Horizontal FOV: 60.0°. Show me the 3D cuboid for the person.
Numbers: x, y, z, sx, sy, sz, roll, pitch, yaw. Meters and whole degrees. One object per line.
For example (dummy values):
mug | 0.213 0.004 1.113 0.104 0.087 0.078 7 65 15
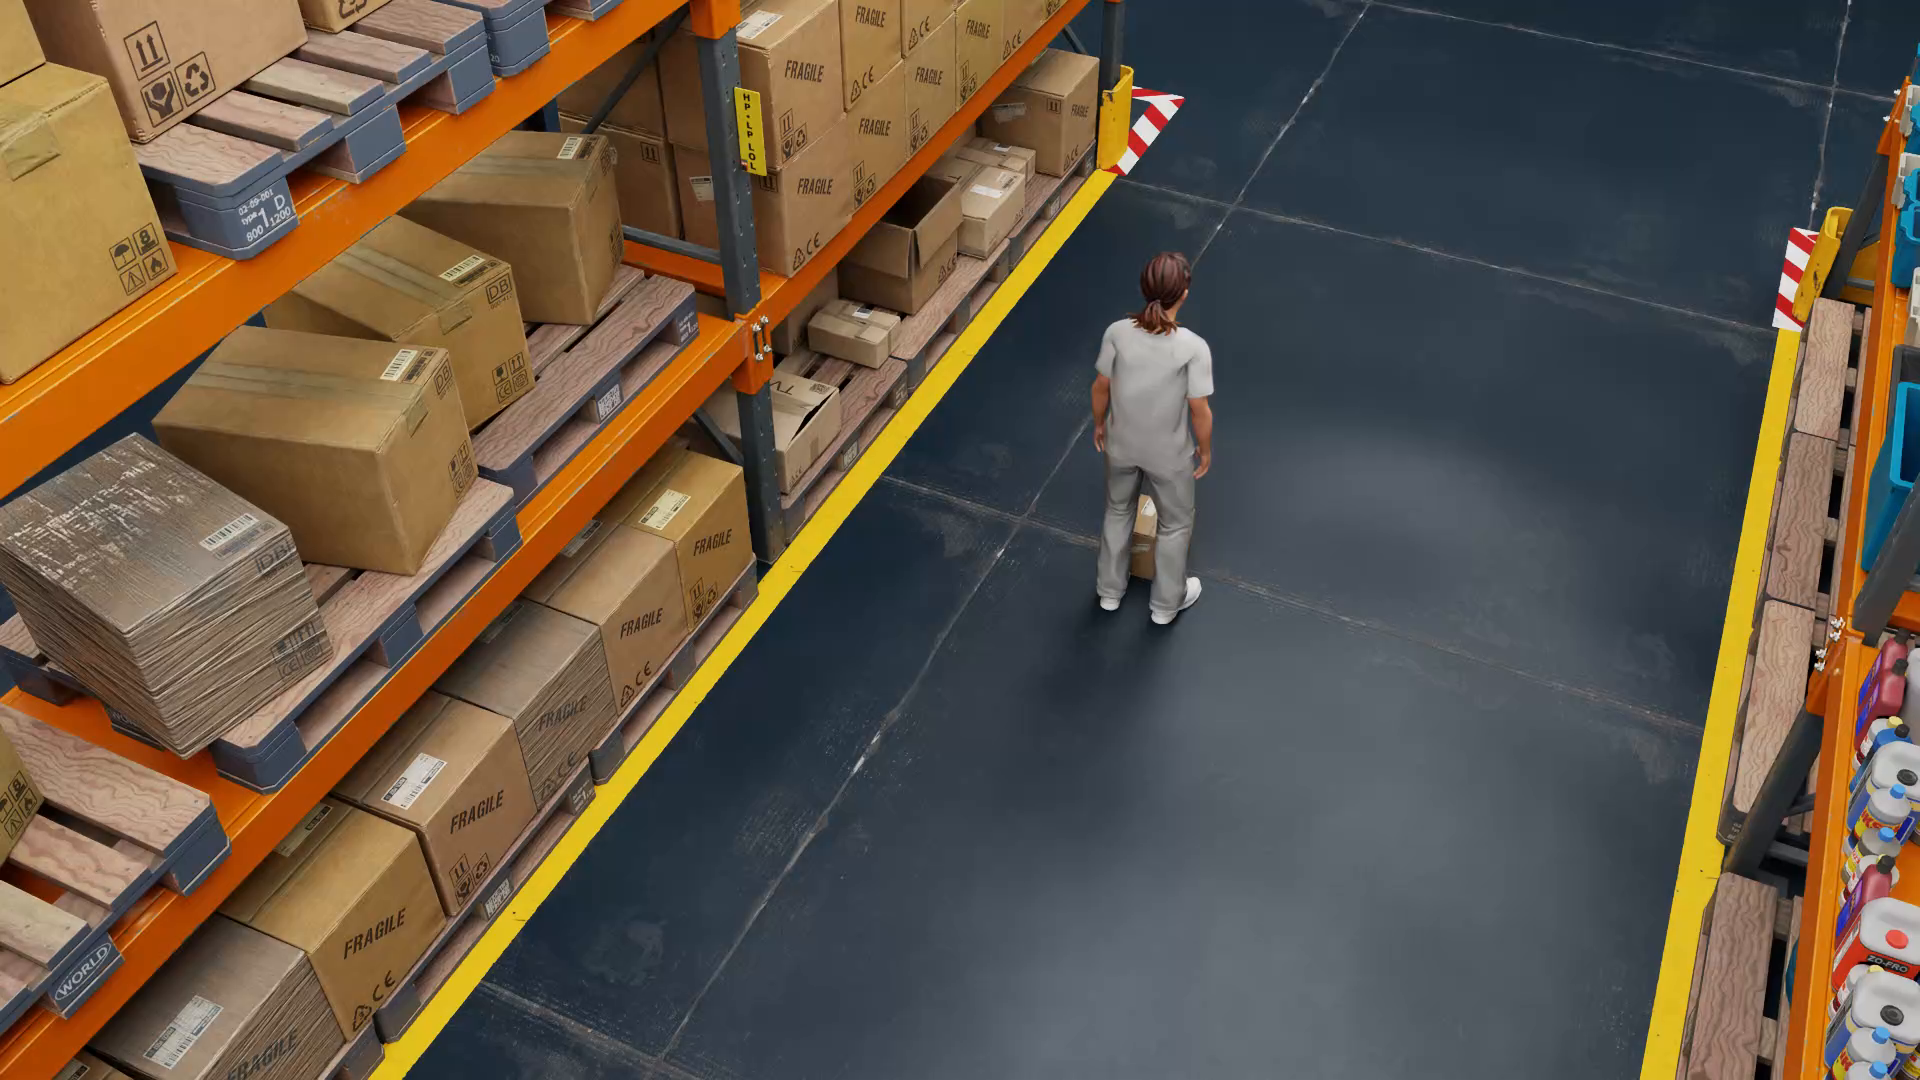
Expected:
person | 0.754 -0.373 6.577 0.496 1.667 0.352 17 45 18
